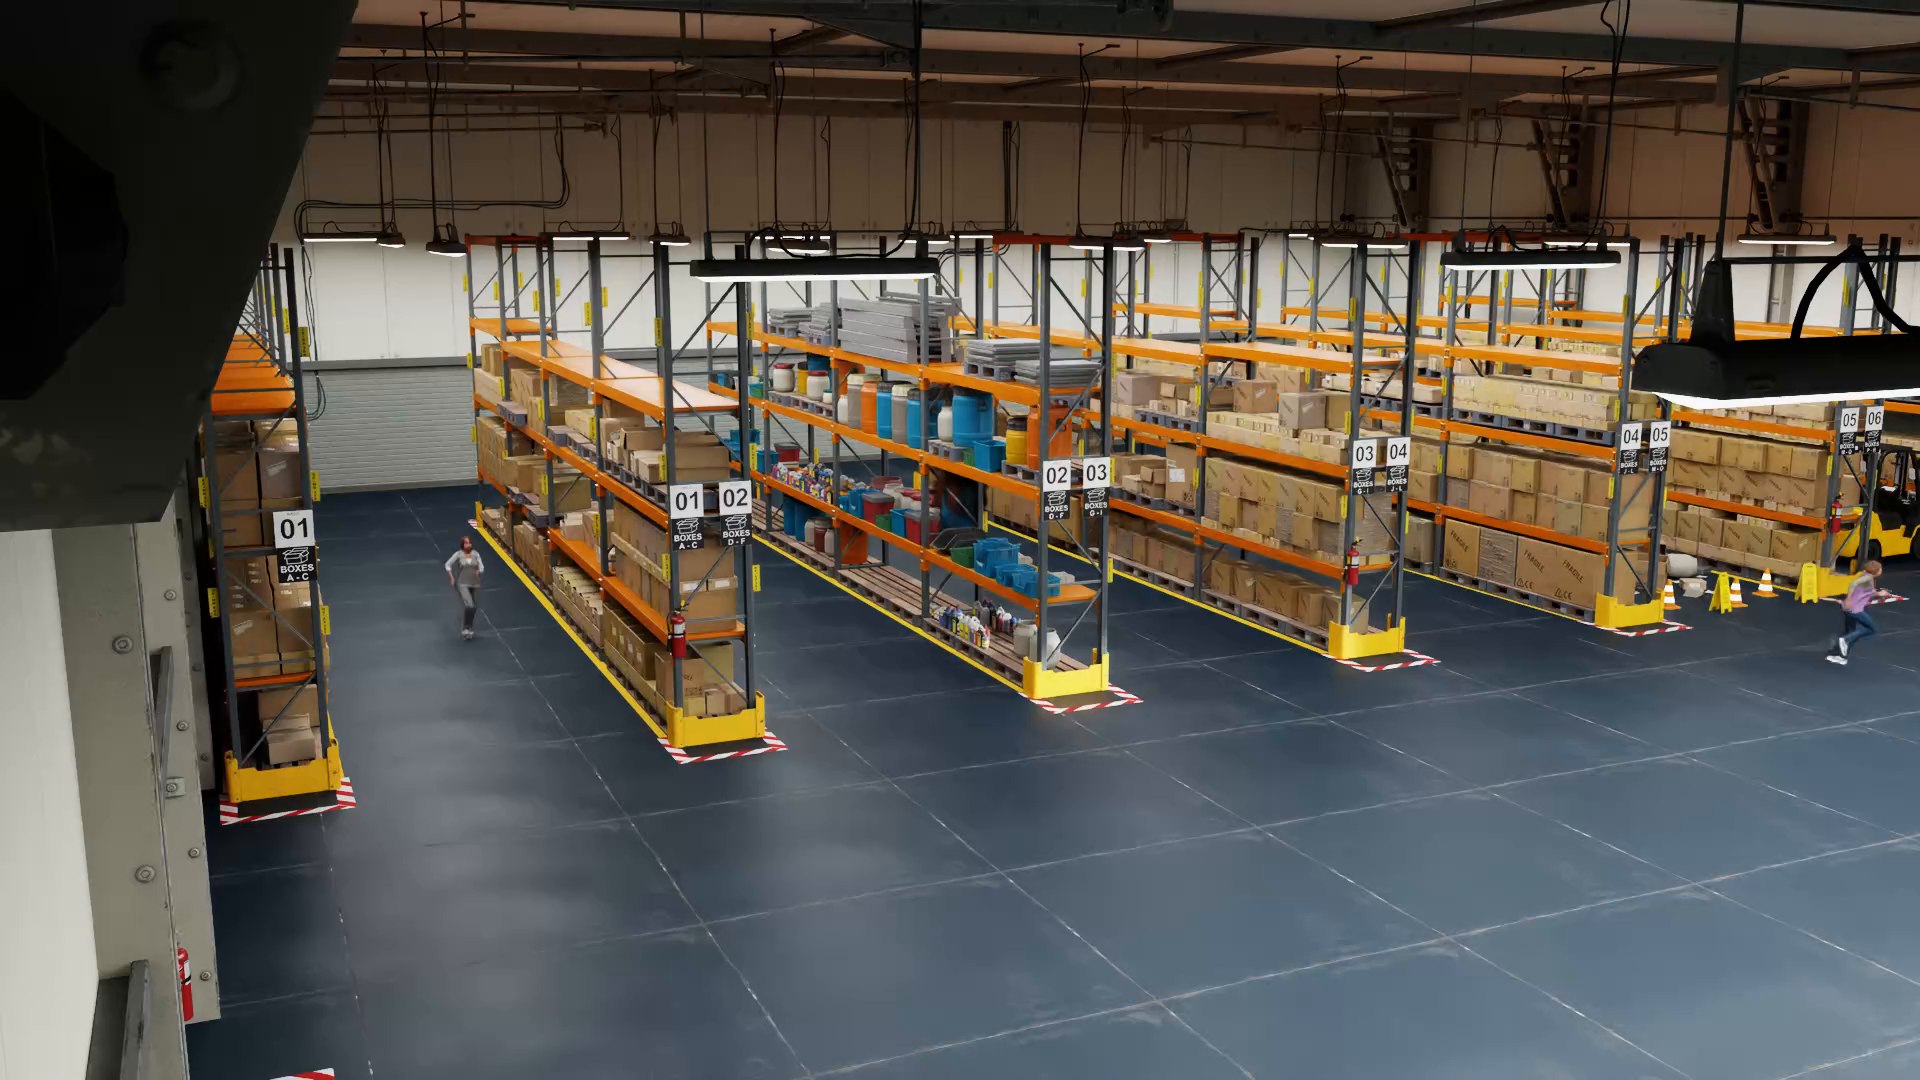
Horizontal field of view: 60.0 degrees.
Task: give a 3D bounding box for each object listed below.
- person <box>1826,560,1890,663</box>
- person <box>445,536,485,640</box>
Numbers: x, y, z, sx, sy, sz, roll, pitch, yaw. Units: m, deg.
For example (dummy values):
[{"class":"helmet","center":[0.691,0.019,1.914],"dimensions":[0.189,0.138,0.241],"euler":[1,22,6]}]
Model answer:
[{"class":"person","center":[12.861,1.081,23.799],"dimensions":[0.743,1.423,0.524],"euler":[3,11,15]},{"class":"person","center":[-7.449,0.769,25.194],"dimensions":[0.506,1.498,0.662],"euler":[-8,14,-37]}]
